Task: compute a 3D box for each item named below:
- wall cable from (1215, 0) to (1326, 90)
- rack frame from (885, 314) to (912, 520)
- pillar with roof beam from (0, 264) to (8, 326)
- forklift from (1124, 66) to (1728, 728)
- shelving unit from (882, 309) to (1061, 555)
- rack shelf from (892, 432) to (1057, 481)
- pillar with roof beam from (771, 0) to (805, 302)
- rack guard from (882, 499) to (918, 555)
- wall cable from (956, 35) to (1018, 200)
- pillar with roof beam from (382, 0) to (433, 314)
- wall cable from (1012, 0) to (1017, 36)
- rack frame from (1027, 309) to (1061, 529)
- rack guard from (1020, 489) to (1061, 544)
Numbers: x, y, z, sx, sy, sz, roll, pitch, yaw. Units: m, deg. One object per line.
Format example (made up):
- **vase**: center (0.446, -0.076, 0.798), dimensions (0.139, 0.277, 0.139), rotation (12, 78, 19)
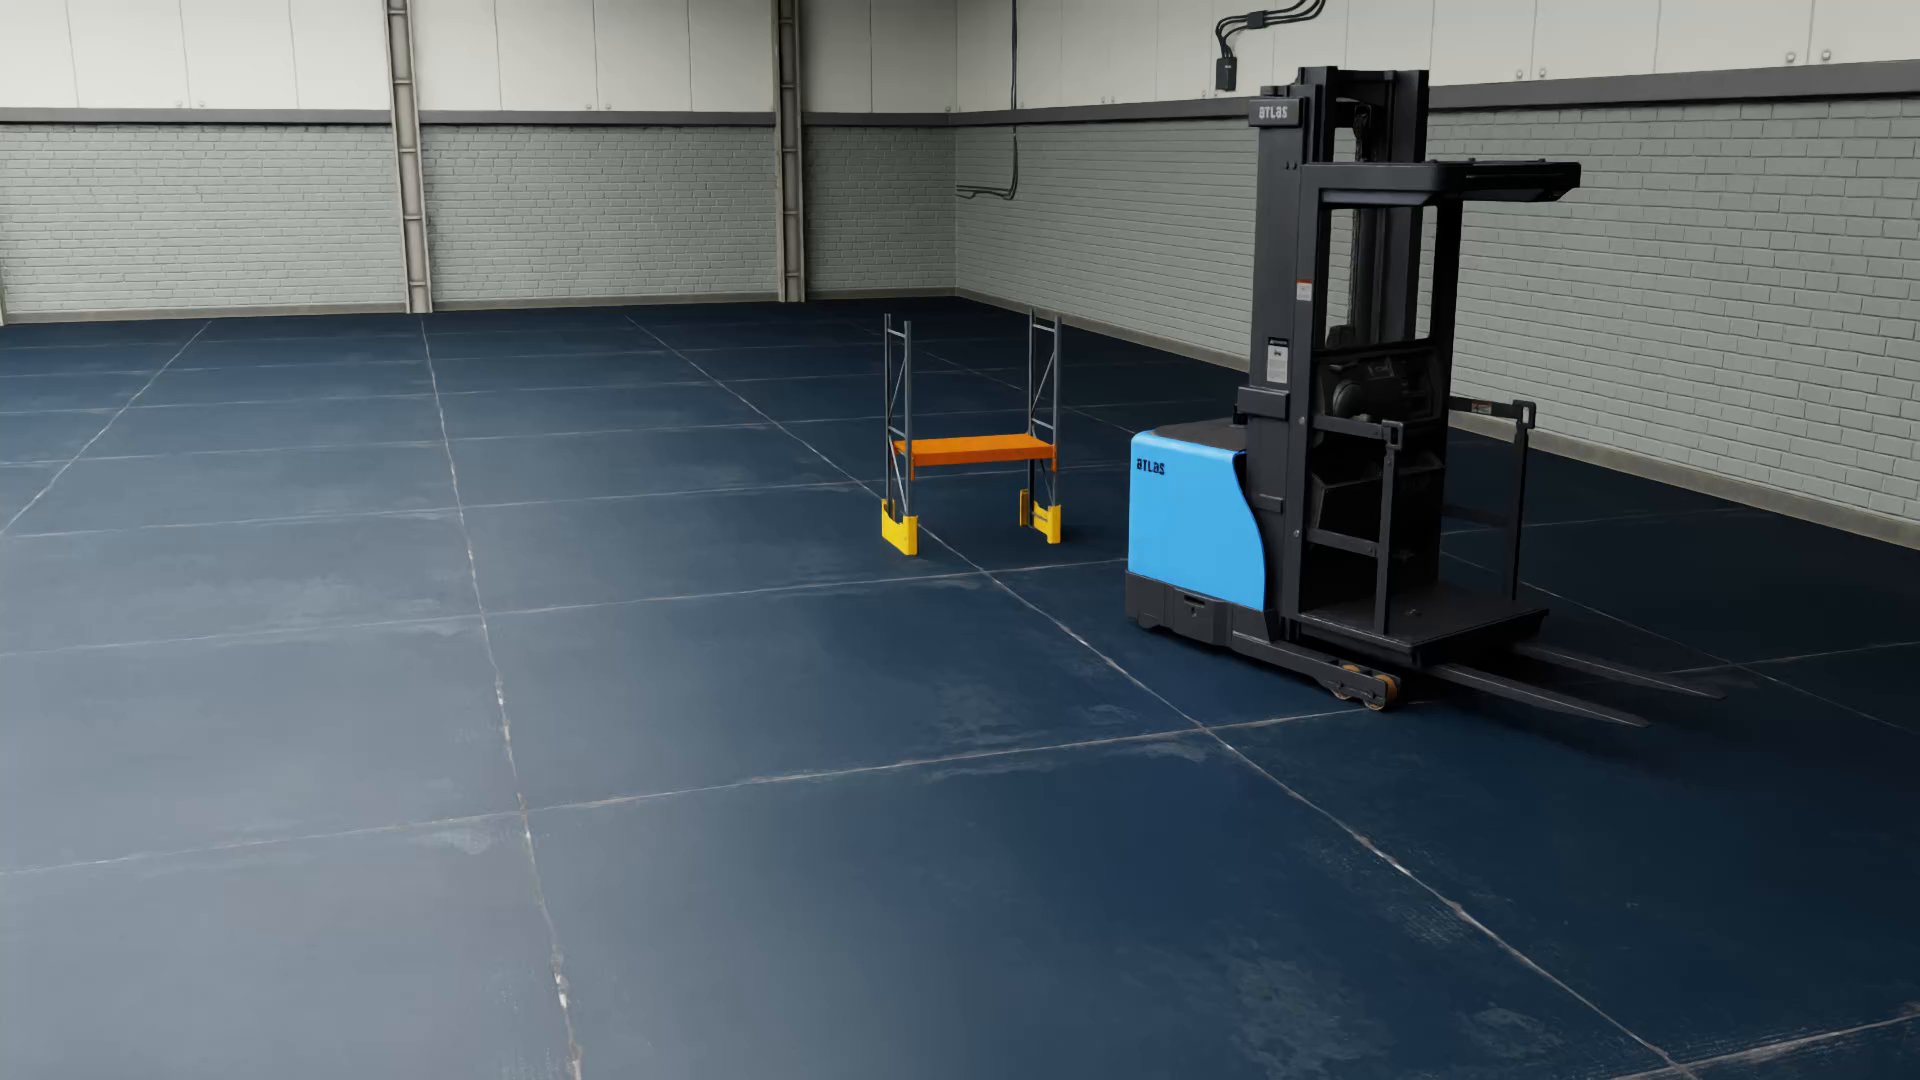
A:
- **wall cable**: center (3.377, -7.917, 17.631), dimensions (0.169, 6.003, 2.305), rotation (-4, 14, -18)
- **rack frame**: center (-0.401, -0.698, 10.838), dimensions (0.032, 1.500, 0.500), rotation (-4, 14, -18)
- **pillar with roof beam**: center (-12.850, -6.589, 19.395), dimensions (0.400, 9.000, 9.100), rotation (-4, 14, -18)
- **forklift**: center (2.195, -0.757, 7.990), dimensions (1.130, 2.935, 3.031), rotation (-10, 17, -36)
- **shelving unit**: center (0.072, -0.735, 10.993), dimensions (1.083, 1.500, 0.587), rotation (-4, 14, -18)
- **rack shelf**: center (0.081, -0.561, 11.037), dimensions (1.000, 0.185, 0.538), rotation (-4, 14, -18)
- **pillar with roof beam**: center (-1.477, -7.474, 23.119), dimensions (0.400, 9.000, 9.100), rotation (-4, 14, -18)
- **rack guard**: center (-0.400, -0.090, 10.983), dimensions (0.087, 0.250, 0.587), rotation (-4, 14, -18)
- **wall cable**: center (0.364, -6.835, 27.142), dimensions (0.112, 2.526, 3.097), rotation (-4, 14, -18)
- **pillar with roof beam**: center (-7.163, -7.031, 21.257), dimensions (0.400, 9.000, 9.100), rotation (-4, 14, -18)
- **wall cable**: center (1.227, -8.699, 24.064), dimensions (0.112, 2.526, 3.097), rotation (-4, 14, -18)
- **rack frame**: center (0.563, -0.773, 11.153), dimensions (0.032, 1.500, 0.500), rotation (-4, 14, -18)
- **rack guard**: center (0.544, -0.164, 11.292), dimensions (0.087, 0.250, 0.587), rotation (-4, 14, -18)
